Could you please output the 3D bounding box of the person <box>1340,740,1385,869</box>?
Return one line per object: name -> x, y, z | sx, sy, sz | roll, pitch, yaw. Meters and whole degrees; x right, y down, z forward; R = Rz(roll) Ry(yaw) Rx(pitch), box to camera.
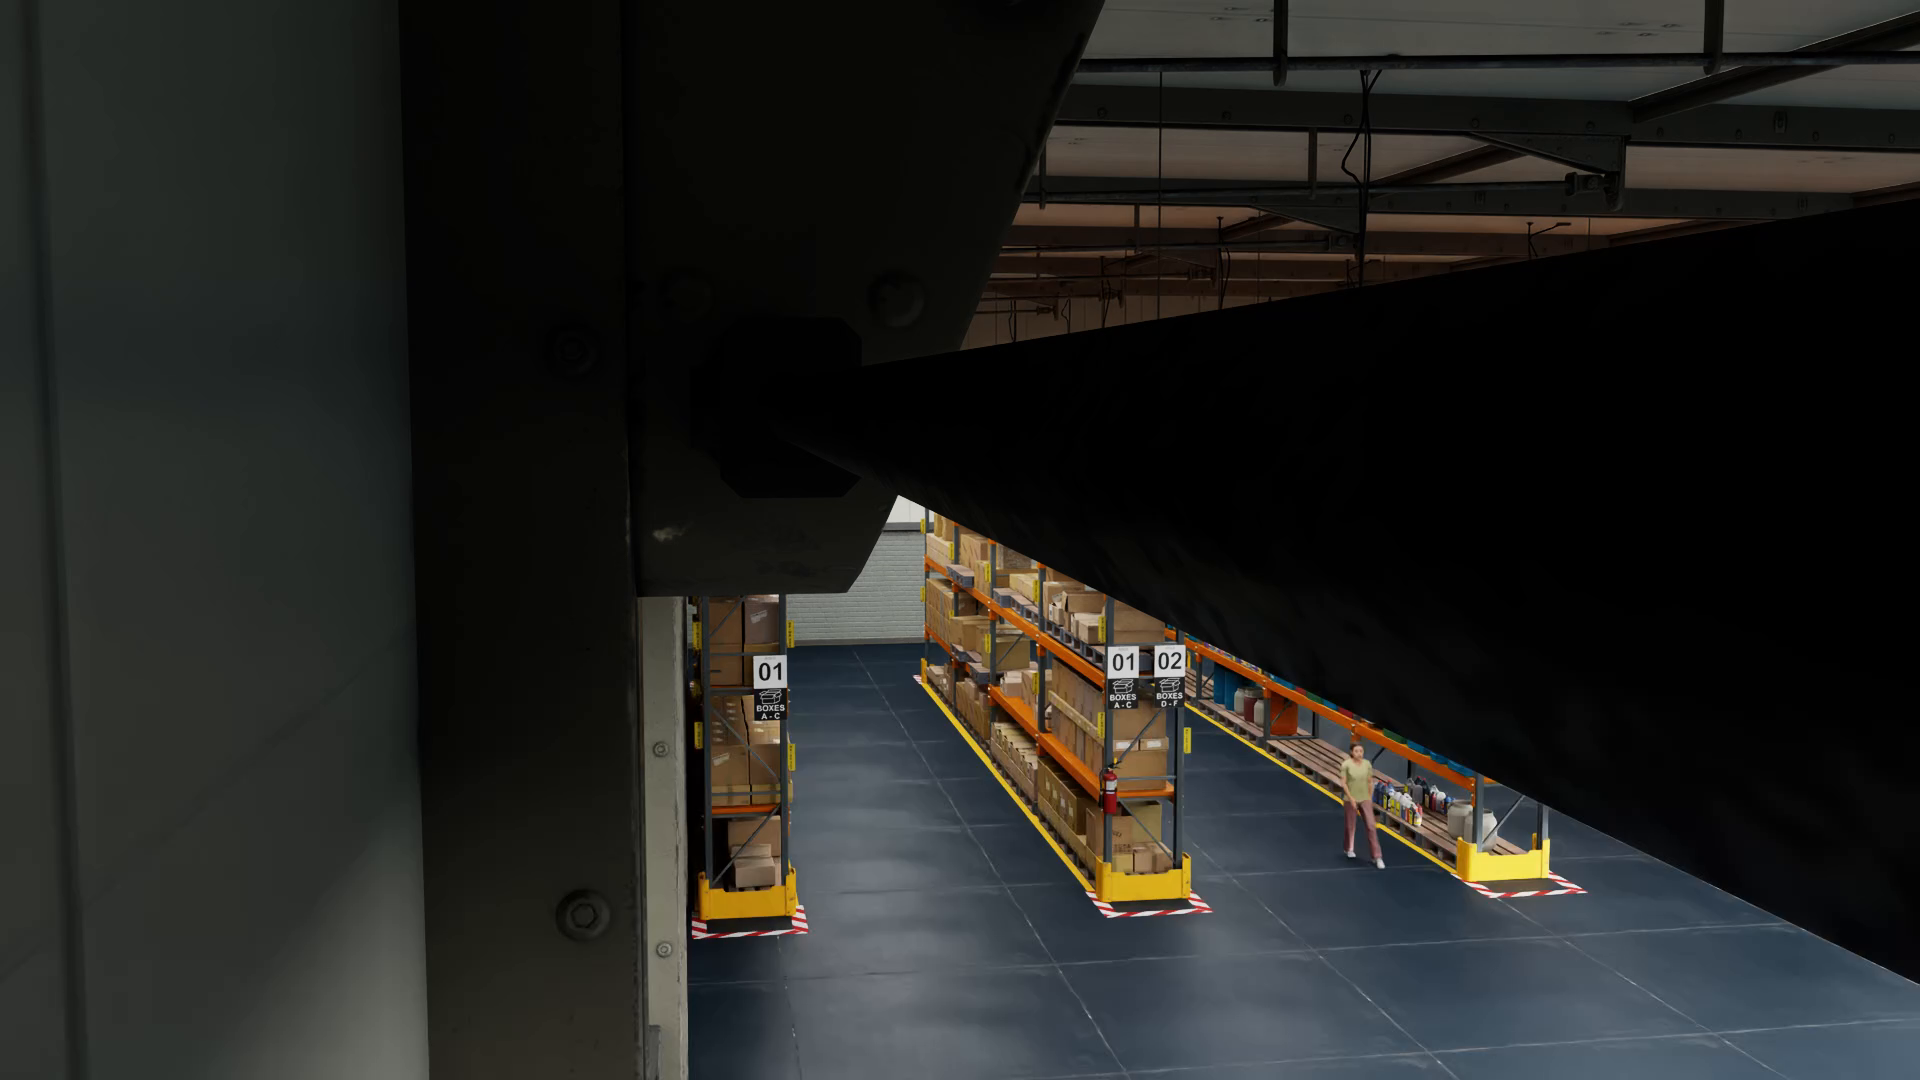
person -> 5.413, 3.532, 22.432 | 0.552, 1.641, 0.833 | 0, 5, 5
